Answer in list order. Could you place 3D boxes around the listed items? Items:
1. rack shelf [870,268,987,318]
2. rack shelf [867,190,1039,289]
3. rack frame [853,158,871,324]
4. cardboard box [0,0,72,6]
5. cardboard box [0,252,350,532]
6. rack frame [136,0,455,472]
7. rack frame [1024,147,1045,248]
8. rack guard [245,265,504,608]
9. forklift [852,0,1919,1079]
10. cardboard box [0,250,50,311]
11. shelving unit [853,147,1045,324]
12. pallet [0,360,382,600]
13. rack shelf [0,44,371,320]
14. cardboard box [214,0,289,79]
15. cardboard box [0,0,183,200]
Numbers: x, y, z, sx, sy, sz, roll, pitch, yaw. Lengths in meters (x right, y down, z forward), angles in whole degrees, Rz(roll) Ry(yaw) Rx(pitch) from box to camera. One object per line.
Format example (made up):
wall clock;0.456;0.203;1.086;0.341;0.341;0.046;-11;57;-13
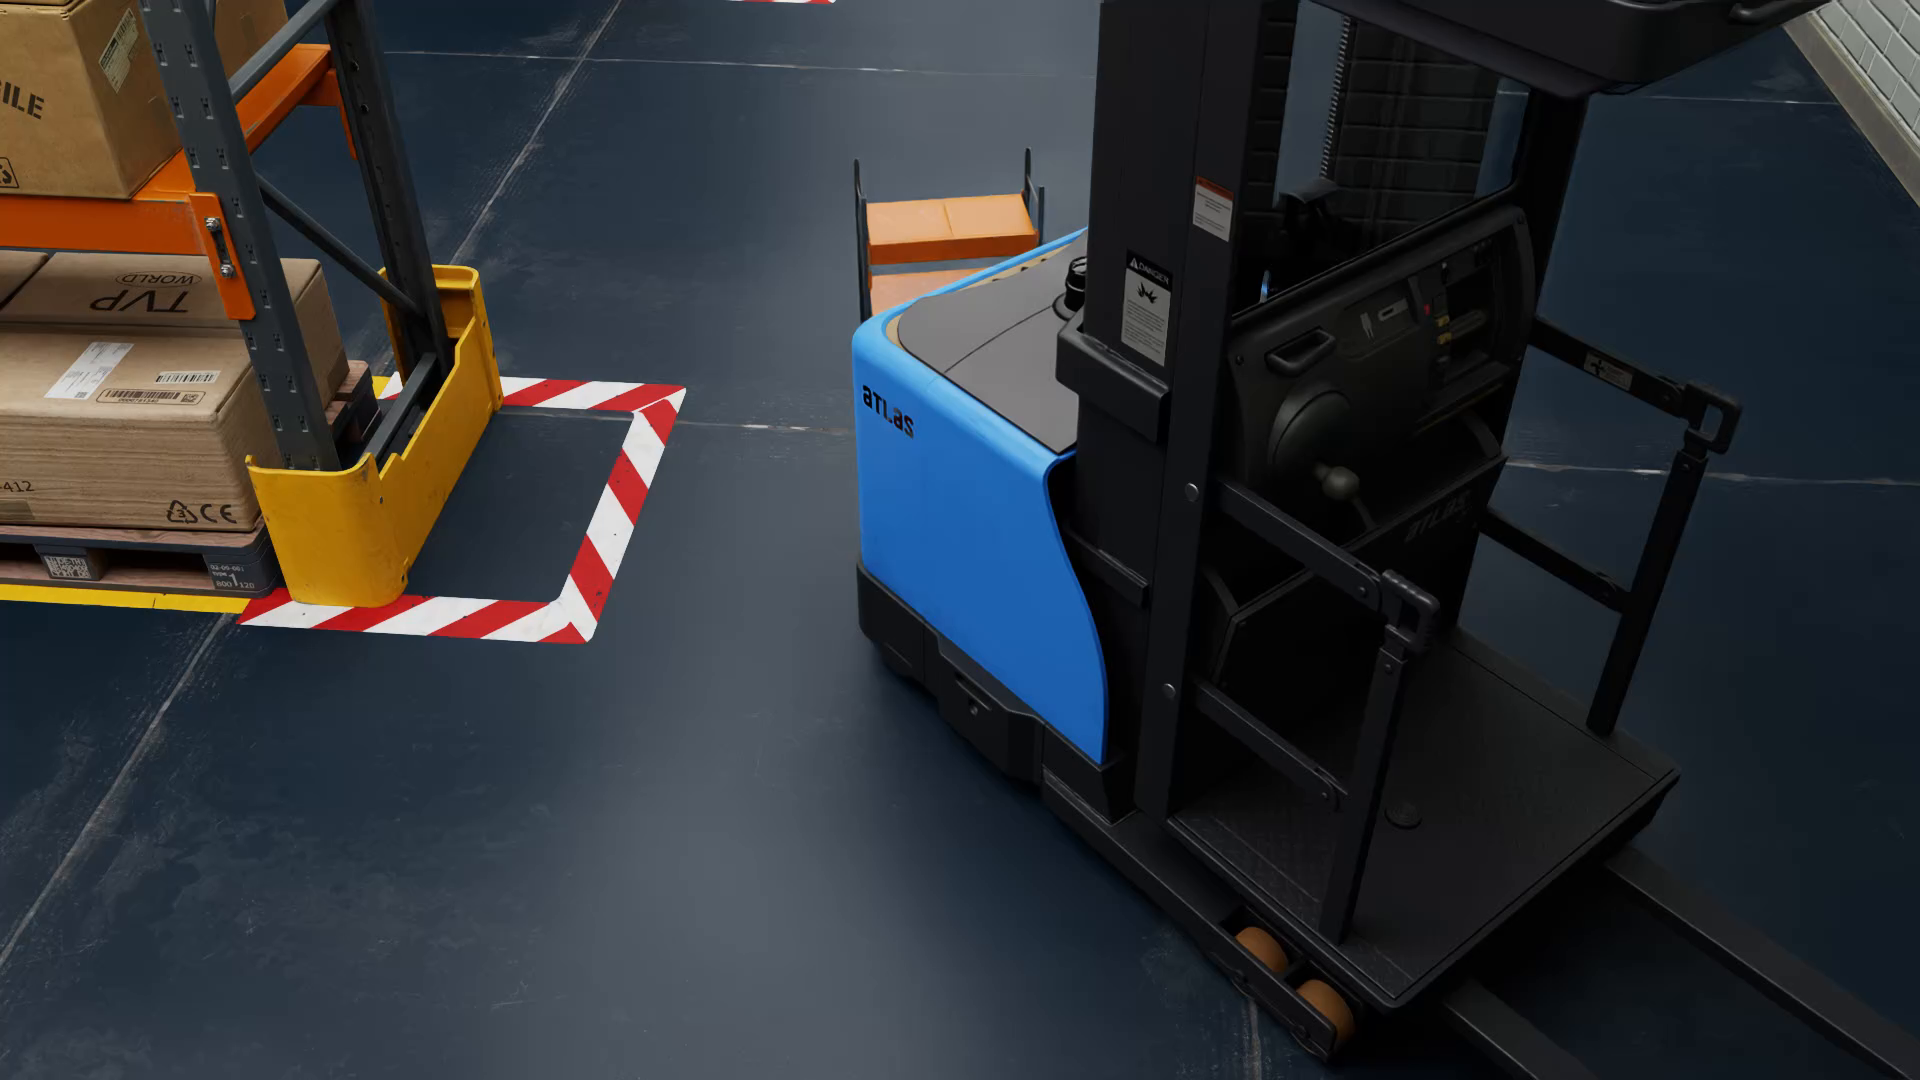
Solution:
rack shelf;-0.034;-0.673;4.879;0.480;0.148;0.258;-5;39;-6
rack shelf;-0.034;-0.857;4.730;0.480;0.148;0.258;-5;39;-6
rack frame;-0.276;-0.531;4.952;0.015;1.200;0.240;-5;39;-6
cardboard box;-2.346;-1.637;4.014;0.500;0.500;0.500;4;39;5
cardboard box;-2.512;-0.476;5.156;0.875;0.438;0.875;2;39;2
rack frame;-1.846;-1.334;4.512;0.127;3.000;1.000;3;39;4
rack frame;0.207;-0.573;5.003;0.015;1.200;0.240;-5;39;-6
rack guard;-1.822;-0.363;5.300;0.348;0.500;1.175;3;39;4
forklift;1.027;-0.324;3.326;1.130;2.935;3.031;-27;46;-29
cardboard box;-3.424;-0.521;5.210;0.875;0.438;0.875;4;39;5
shelving unit;-0.034;-0.552;4.978;0.503;1.200;0.258;-5;39;-6
pallet;-2.649;-0.247;5.386;1.213;0.211;1.003;3;39;4
rack shelf;-3.838;-1.164;4.873;4.000;0.370;1.077;3;39;4
cardboard box;-2.299;-1.579;4.735;0.500;0.500;0.500;3;39;3
cardboard box;-2.349;-1.232;4.309;0.500;0.500;0.500;3;39;4
